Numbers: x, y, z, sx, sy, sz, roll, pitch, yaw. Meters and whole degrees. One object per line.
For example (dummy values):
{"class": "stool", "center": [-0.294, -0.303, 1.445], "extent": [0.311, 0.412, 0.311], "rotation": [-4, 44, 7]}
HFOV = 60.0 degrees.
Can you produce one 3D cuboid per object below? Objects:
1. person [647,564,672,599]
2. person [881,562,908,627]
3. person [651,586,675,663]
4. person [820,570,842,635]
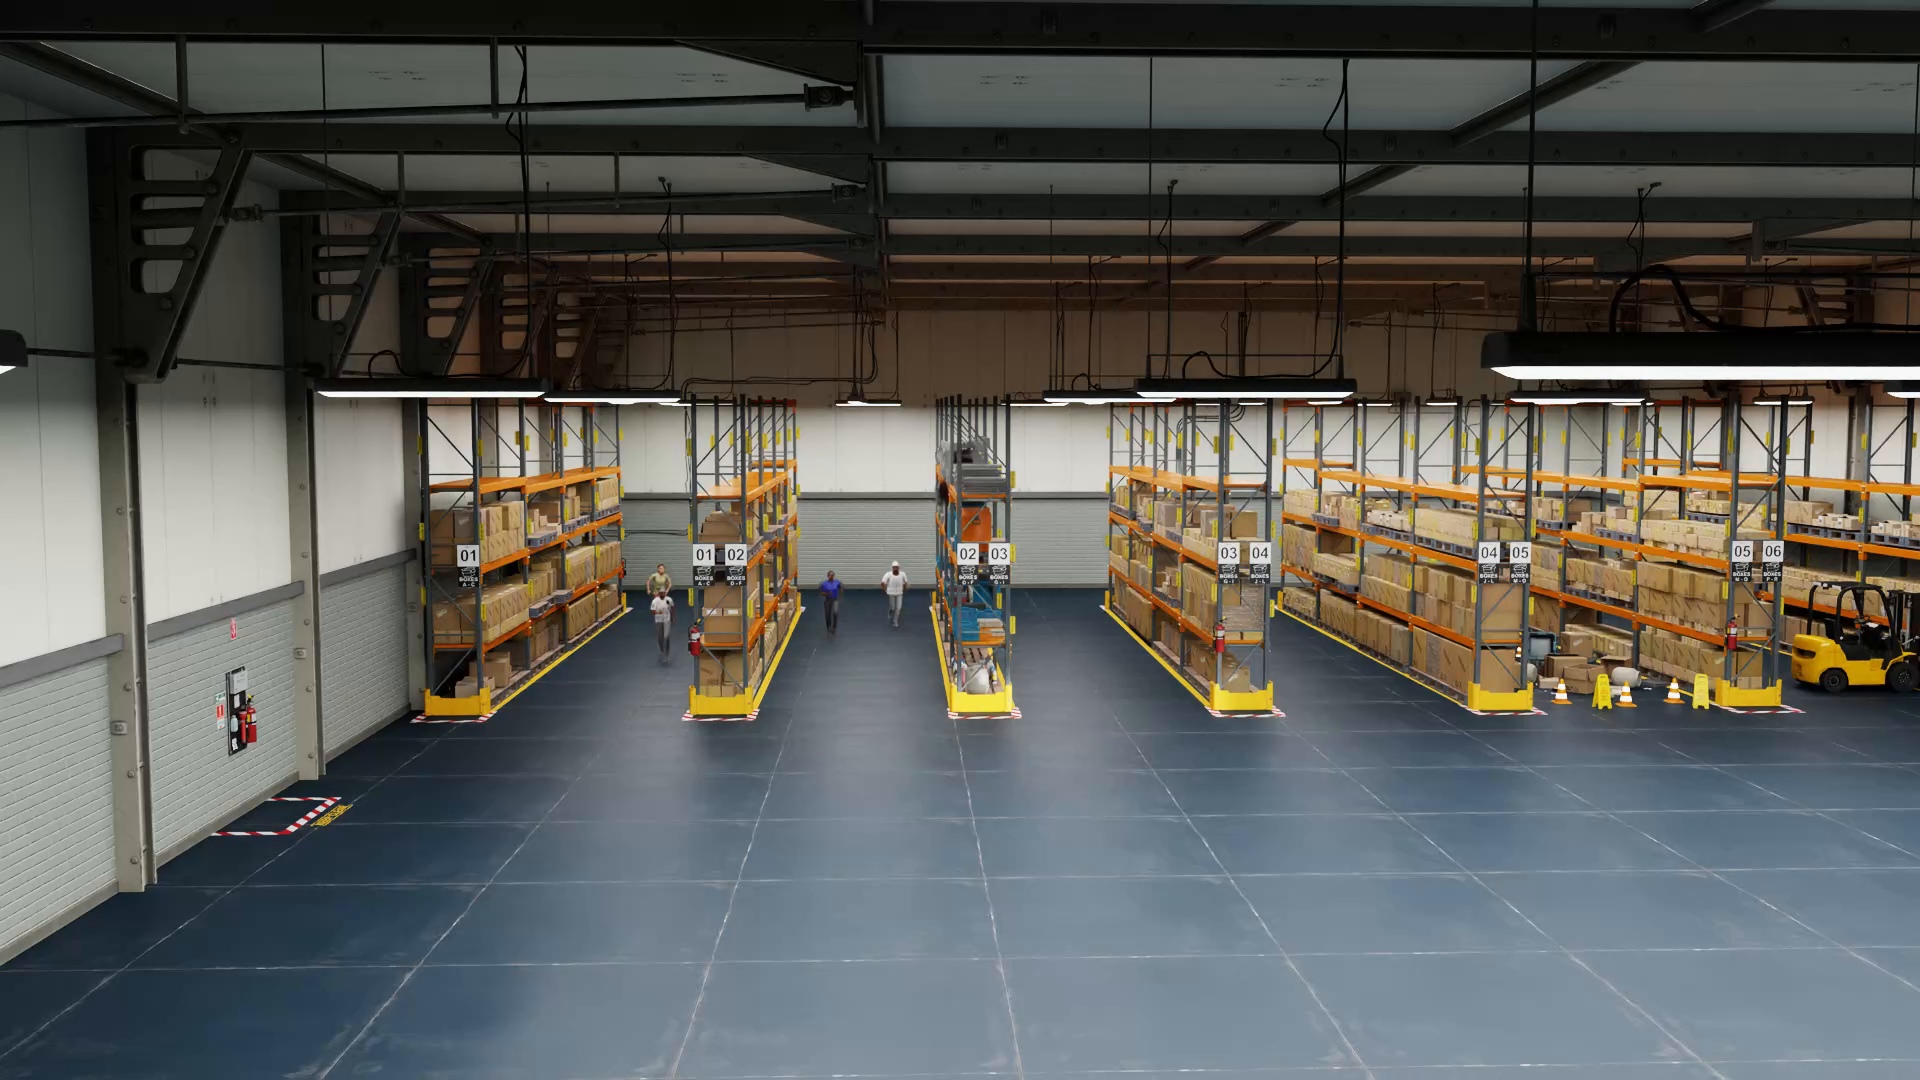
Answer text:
{"class": "person", "center": [-7.967, 1.448, 44.101], "extent": [0.645, 1.623, 0.529], "rotation": [-1, 5, -16]}
{"class": "person", "center": [-1.717, 1.420, 43.979], "extent": [0.715, 1.719, 0.643], "rotation": [-1, 5, -15]}
{"class": "person", "center": [-6.758, 1.903, 37.830], "extent": [0.522, 1.750, 0.847], "rotation": [0, 5, -4]}
{"class": "person", "center": [-3.171, 1.520, 40.940], "extent": [0.539, 1.562, 0.865], "rotation": [0, 5, -5]}
